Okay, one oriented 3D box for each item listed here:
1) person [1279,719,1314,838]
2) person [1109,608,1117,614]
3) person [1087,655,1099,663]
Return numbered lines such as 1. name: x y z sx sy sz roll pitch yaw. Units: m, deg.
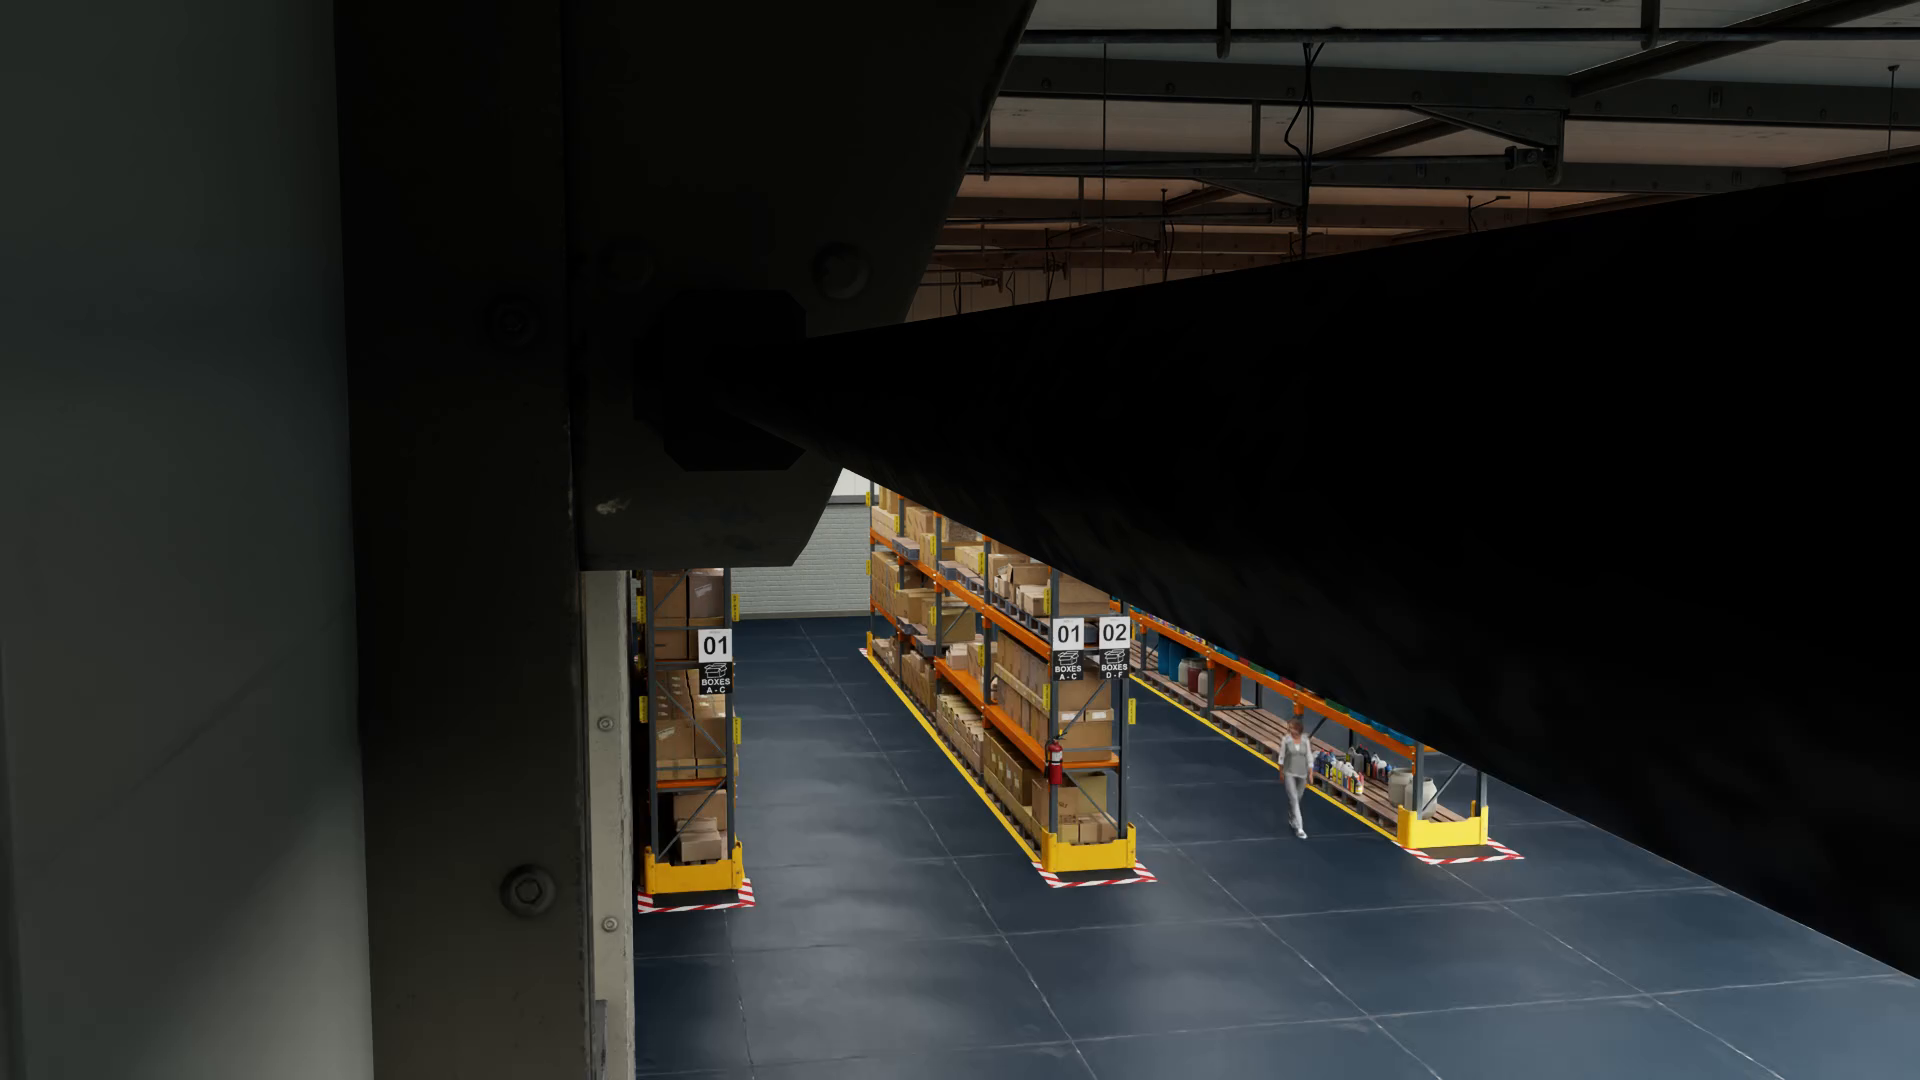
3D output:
1. person: 4.559 3.194 22.448 0.438 1.560 0.905 0 6 -4
2. person: 3.610 1.448 38.807 0.923 1.648 0.458 -2 6 -17
3. person: 2.531 2.062 32.467 0.577 1.786 0.534 -1 6 -11
